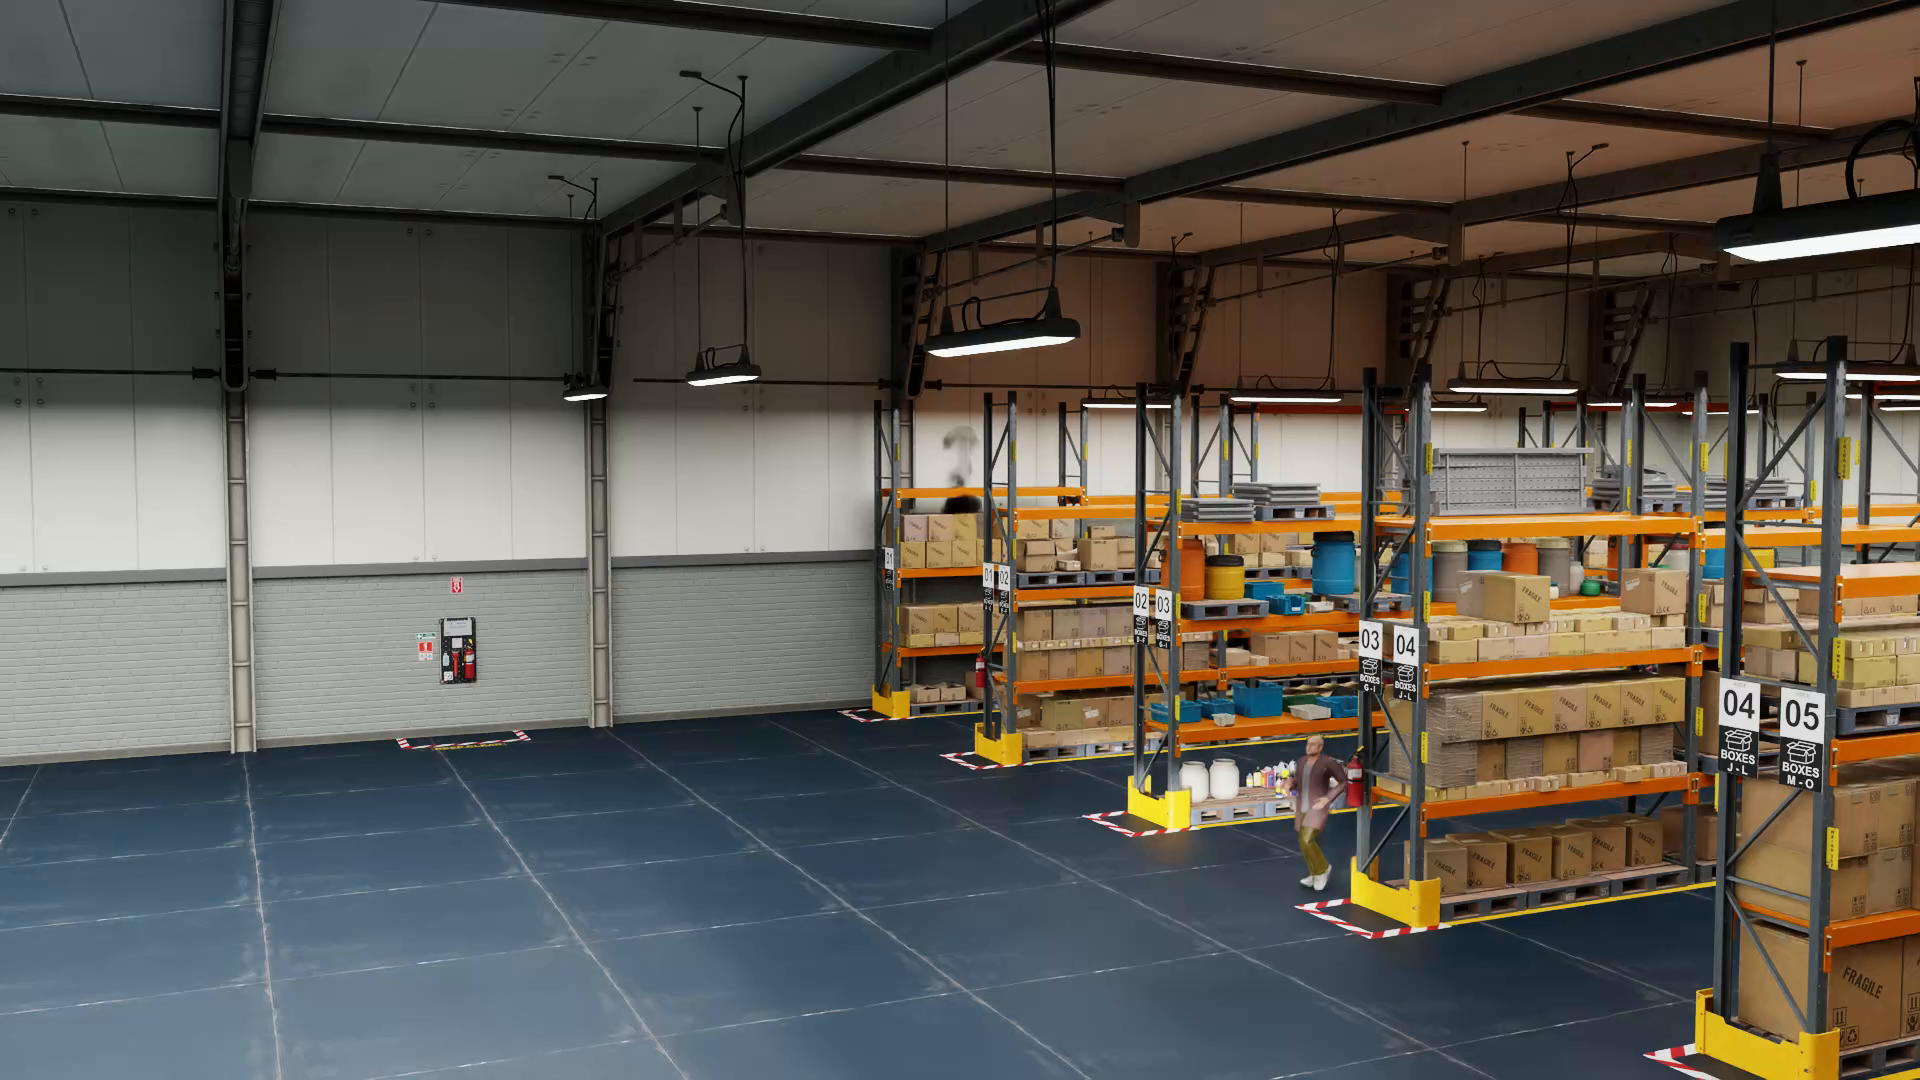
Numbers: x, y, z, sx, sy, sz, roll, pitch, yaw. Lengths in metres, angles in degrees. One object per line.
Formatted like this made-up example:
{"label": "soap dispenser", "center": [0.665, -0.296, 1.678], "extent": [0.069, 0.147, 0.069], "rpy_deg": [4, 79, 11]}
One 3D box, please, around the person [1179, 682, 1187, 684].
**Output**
{"label": "person", "center": [4.144, 2.506, 31.164], "extent": [0.782, 1.681, 0.674], "rpy_deg": [-2, 4, -32]}

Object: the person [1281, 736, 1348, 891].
{"label": "person", "center": [4.061, 3.170, 19.312], "extent": [0.631, 1.787, 0.715], "rpy_deg": [-2, 4, -35]}
